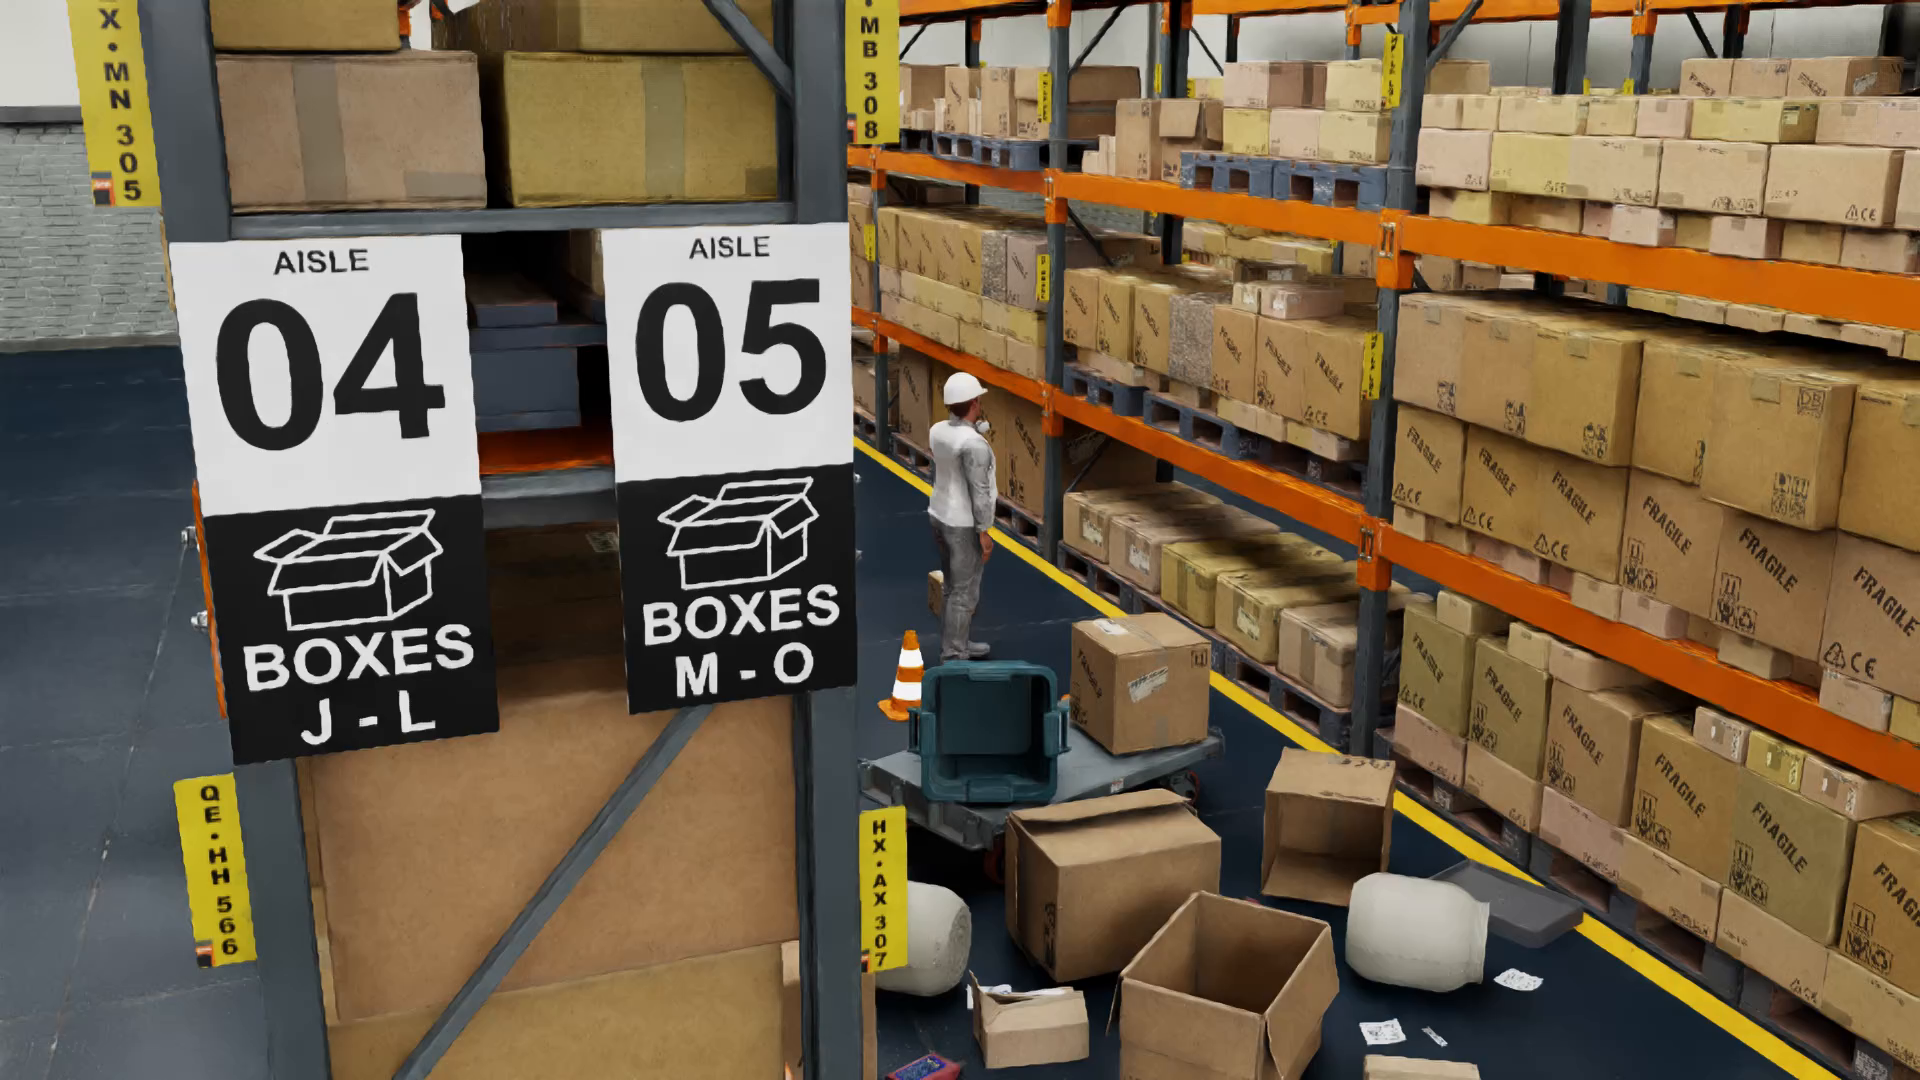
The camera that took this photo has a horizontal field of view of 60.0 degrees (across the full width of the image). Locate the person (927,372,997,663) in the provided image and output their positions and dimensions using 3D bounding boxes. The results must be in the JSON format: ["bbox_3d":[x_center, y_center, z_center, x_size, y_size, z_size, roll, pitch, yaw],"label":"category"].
[{"bbox_3d":[0.031,-0.111,9.818,0.441,1.772,0.648,-8,17,-26],"label":"person"}]
